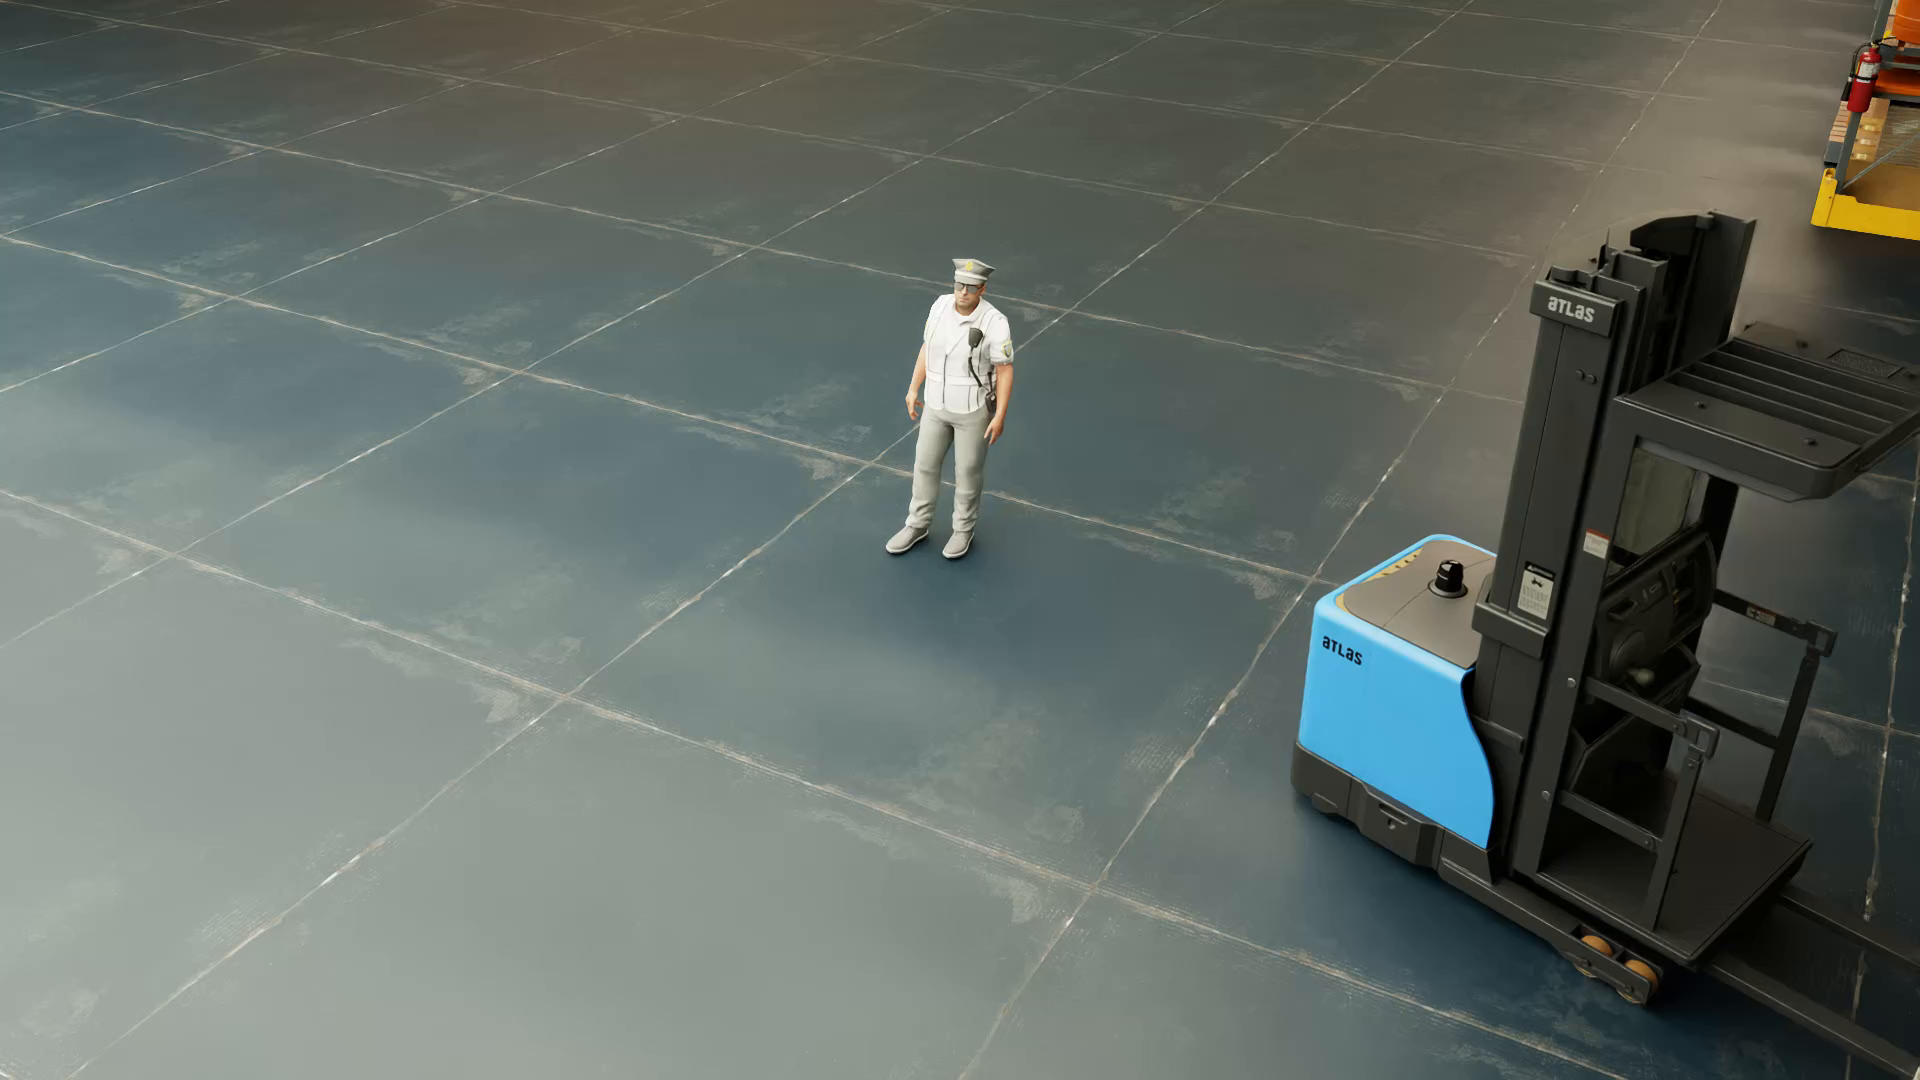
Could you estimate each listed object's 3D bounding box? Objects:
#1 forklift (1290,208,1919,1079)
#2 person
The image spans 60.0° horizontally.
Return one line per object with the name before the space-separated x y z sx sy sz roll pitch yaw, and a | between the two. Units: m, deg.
forklift | 2.924 0.318 6.520 1.130 2.935 3.031 -24 38 -36
person | -0.048 -0.747 9.499 0.641 1.780 0.574 15 33 25
